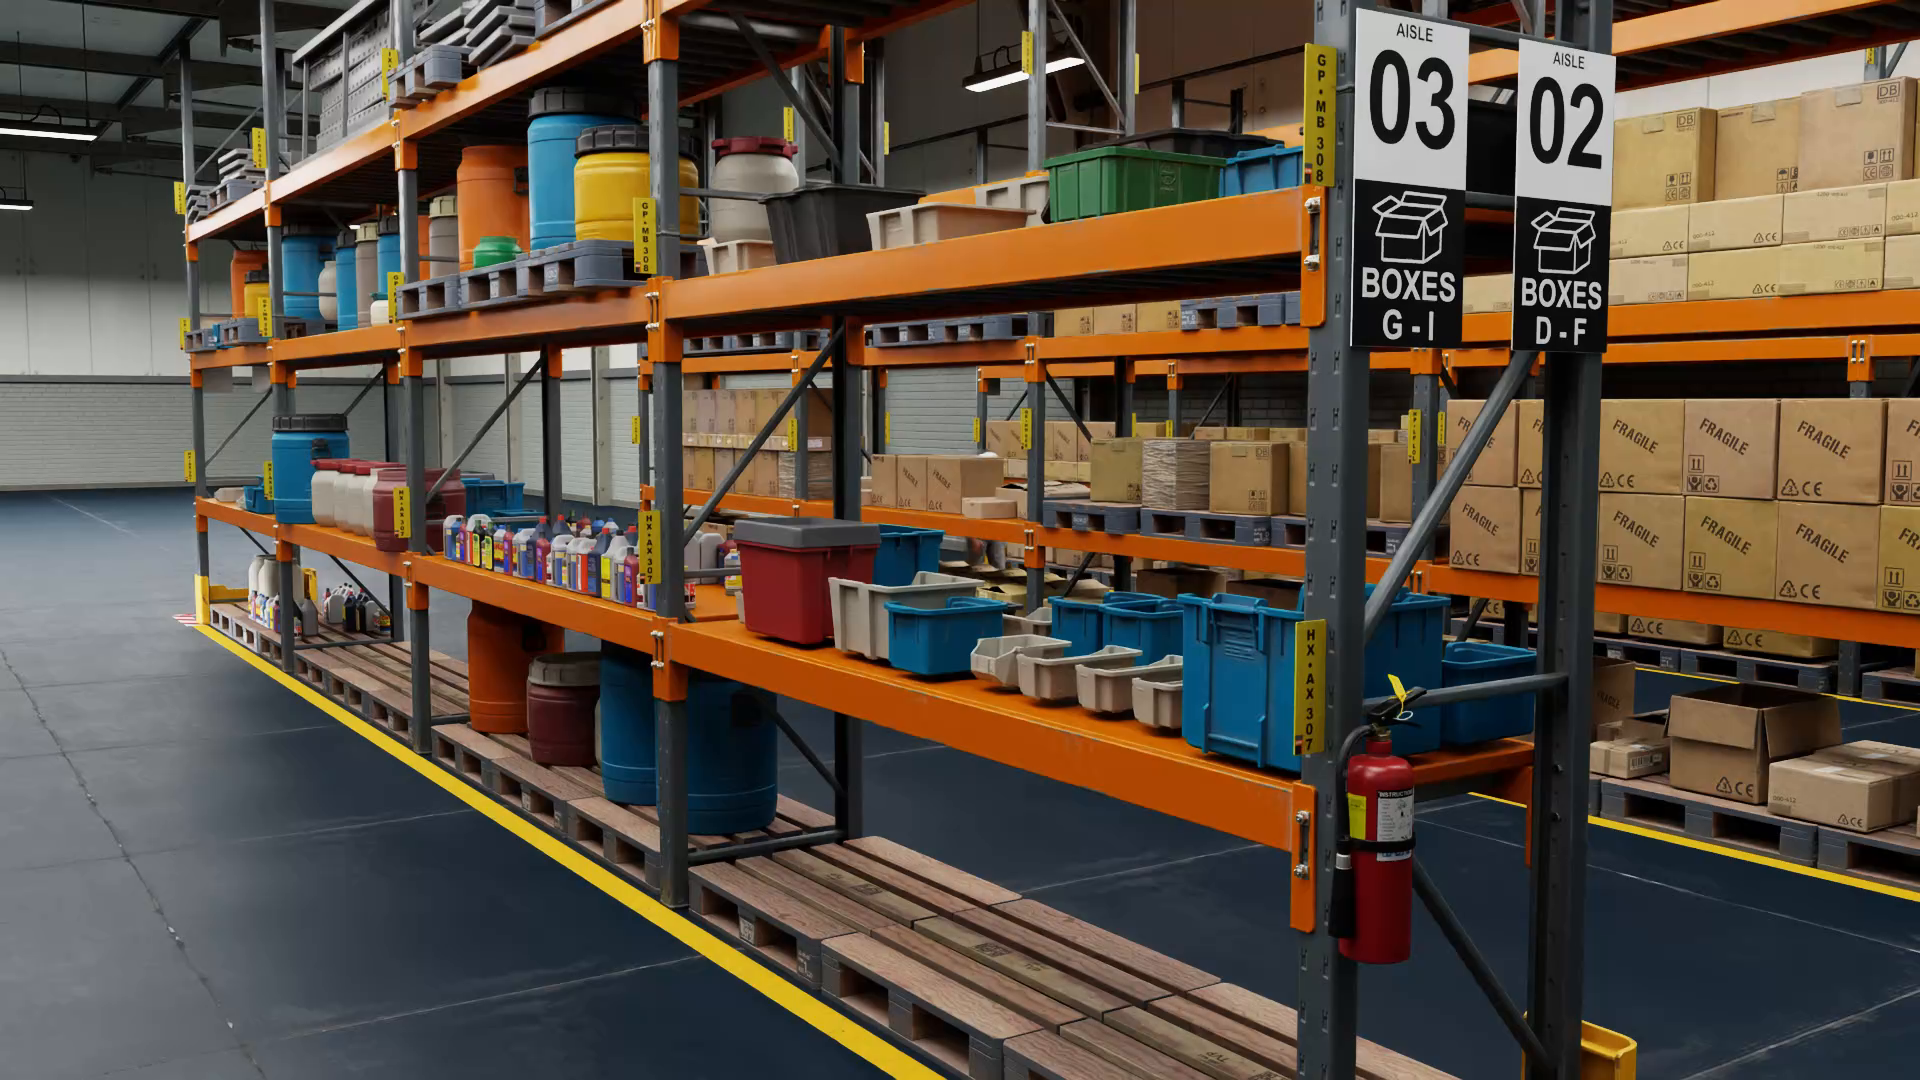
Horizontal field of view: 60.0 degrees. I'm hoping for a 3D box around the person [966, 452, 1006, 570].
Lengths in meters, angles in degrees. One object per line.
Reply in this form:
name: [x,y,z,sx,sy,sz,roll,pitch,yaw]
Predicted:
person: [0.234,-0.021,17.635,0.557,1.824,0.572,-5,6,-45]
